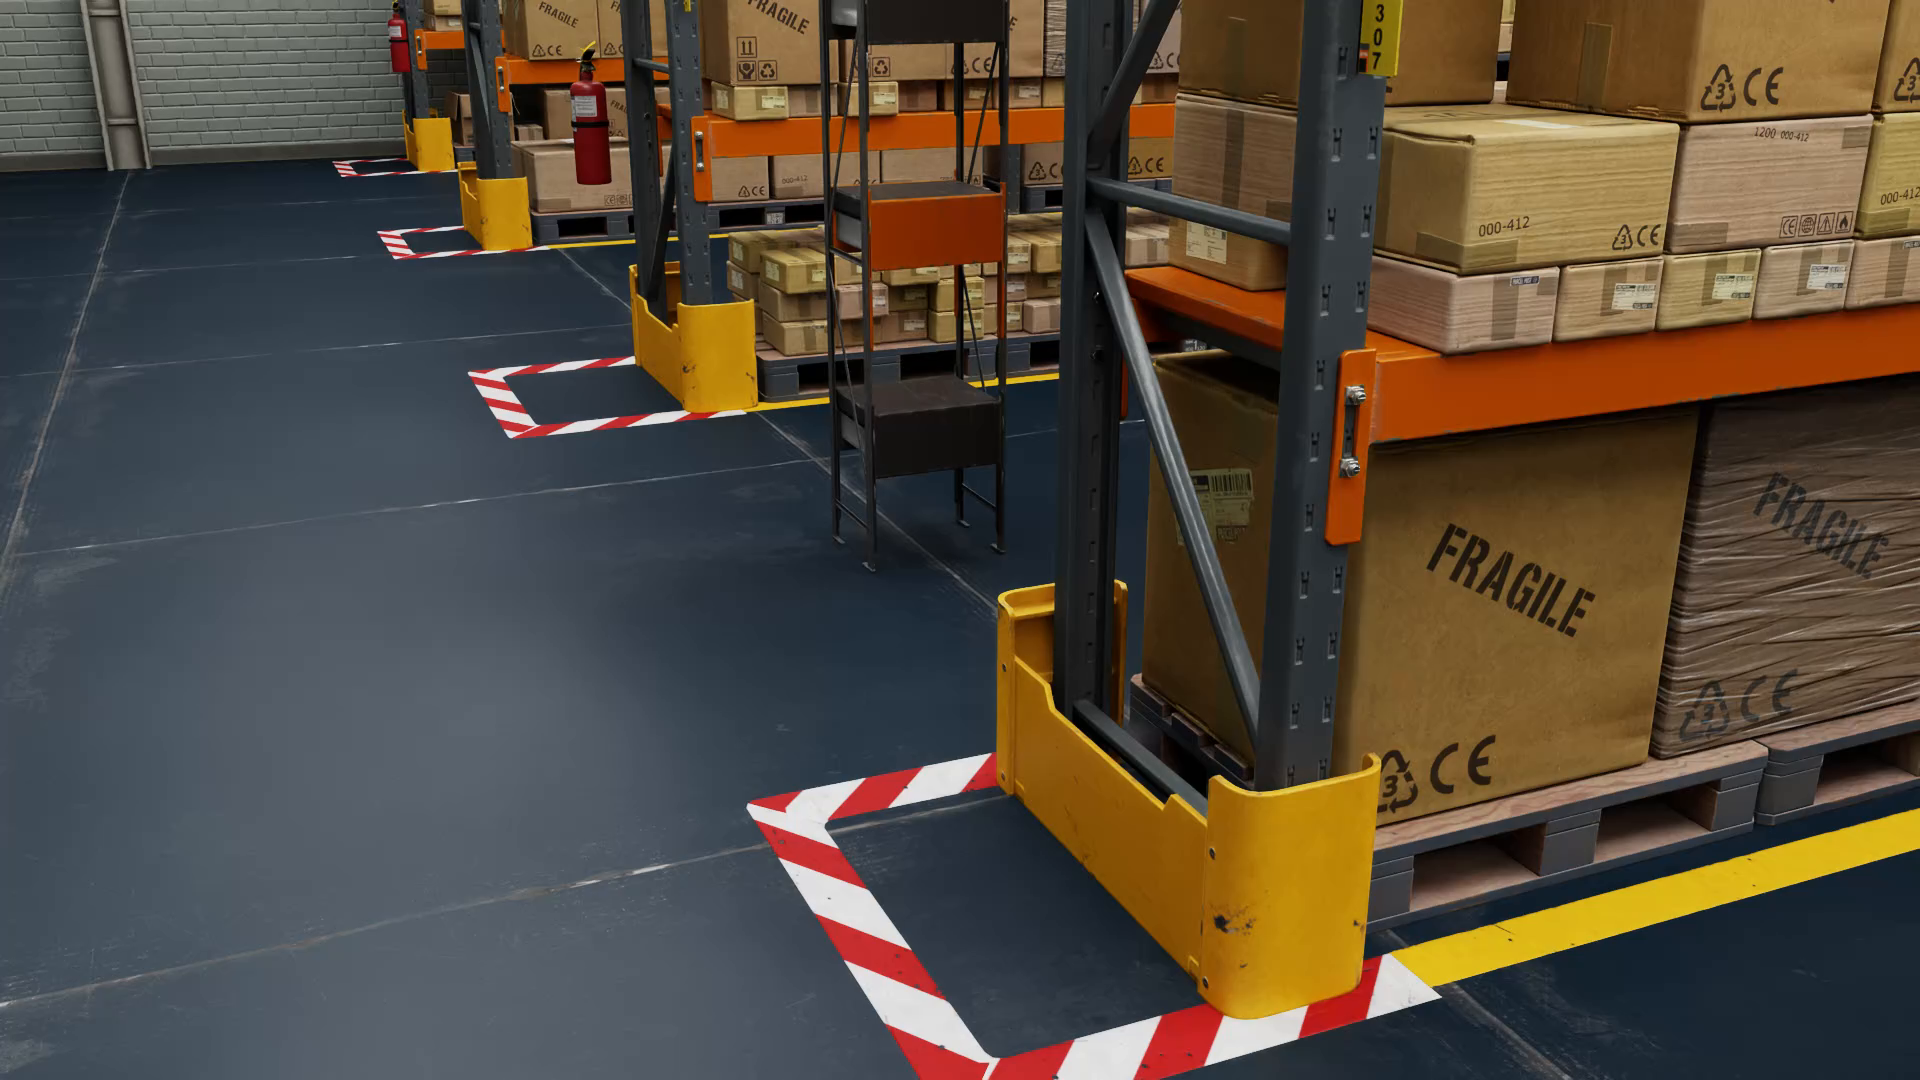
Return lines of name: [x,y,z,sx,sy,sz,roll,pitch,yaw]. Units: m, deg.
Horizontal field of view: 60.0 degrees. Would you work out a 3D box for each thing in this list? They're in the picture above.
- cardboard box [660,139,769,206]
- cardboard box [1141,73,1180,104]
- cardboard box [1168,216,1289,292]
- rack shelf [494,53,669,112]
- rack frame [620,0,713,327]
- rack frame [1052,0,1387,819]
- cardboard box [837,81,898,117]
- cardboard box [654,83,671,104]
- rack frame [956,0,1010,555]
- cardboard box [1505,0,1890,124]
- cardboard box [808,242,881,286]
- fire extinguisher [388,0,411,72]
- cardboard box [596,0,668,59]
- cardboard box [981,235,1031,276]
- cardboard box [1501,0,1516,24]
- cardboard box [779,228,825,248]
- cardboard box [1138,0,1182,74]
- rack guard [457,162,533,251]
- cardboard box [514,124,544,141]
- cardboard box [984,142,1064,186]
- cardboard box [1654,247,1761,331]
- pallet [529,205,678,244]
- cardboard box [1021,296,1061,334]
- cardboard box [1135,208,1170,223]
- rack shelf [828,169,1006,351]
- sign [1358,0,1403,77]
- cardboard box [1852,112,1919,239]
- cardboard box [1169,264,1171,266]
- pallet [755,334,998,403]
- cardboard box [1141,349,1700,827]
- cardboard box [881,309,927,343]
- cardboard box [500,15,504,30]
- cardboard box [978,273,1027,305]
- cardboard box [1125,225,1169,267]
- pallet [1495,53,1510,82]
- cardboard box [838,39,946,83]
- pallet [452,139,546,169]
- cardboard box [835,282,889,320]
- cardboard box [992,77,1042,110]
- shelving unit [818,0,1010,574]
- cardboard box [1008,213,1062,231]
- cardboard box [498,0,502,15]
cardboard box: [-2.038,-2.909,12.992,0.875,0.438,0.875,-8,21,-20]
cardboard box: [0.914,-2.309,8.441,0.250,0.149,0.380,-8,21,-23]
cardboard box: [0.681,-0.686,3.831,0.250,0.149,0.380,-8,21,-21]
rack shelf: [-1.605,-3.603,12.821,4.000,0.370,1.077,-8,21,-22]
rack frame: [-1.388,-2.183,7.705,0.127,3.000,1.000,-8,21,-22]
rack frame: [0.484,-0.657,3.371,0.127,3.000,1.000,-8,21,-22]
cardboard box: [-0.475,-2.072,7.769,0.250,0.149,0.380,-9,21,-23]
cardboard box: [-3.058,-4.500,17.417,0.500,0.500,0.700,-9,21,-24]
rack frame: [0.072,-1.001,5.703,0.015,2.100,0.400,-8,21,-22]
cardboard box: [1.491,-1.127,3.354,0.500,0.500,0.500,-9,21,-23]
cardboard box: [-0.567,-1.355,8.118,0.250,0.149,0.380,-8,21,-21]
fire extinguisher: [-5.363,-4.819,15.871,0.183,0.674,0.296,-8,21,-22]
cardboard box: [-2.433,-3.777,12.081,0.500,0.500,0.500,-8,21,-23]
cardboard box: [0.169,-1.441,8.361,0.250,0.149,0.380,-7,21,-20]
cardboard box: [2.829,-2.840,8.871,0.250,0.149,0.380,-8,21,-21]
cardboard box: [-0.749,-1.479,8.471,0.250,0.149,0.380,-8,21,-21]
cardboard box: [1.018,-2.614,8.330,0.500,0.500,0.500,-8,21,-22]
rack guard: [-3.463,-2.497,12.360,0.348,0.500,1.175,-8,21,-22]
cardboard box: [-4.406,-4.141,16.927,0.250,0.149,0.380,-9,21,-24]
cardboard box: [0.769,-3.507,14.033,0.875,0.875,0.875,-7,21,-20]
cardboard box: [1.411,-0.552,3.453,0.250,0.149,0.380,-9,21,-23]
pallet: [-2.738,-2.493,12.784,1.213,0.211,1.003,-8,21,-22]
cardboard box: [0.391,-1.171,8.490,0.250,0.149,0.380,-9,21,-25]
cardboard box: [1.167,-1.753,9.249,0.250,0.149,0.380,-9,21,-23]
rack shelf: [-0.152,-0.956,5.616,0.480,0.518,0.431,-8,21,-22]
sign: [0.698,-0.933,2.731,0.005,0.325,0.100,-8,21,-22]
cardboard box: [1.969,-0.843,3.677,0.500,0.250,0.500,-9,21,-24]
cardboard box: [1.144,-1.442,8.812,0.250,0.149,0.380,-8,21,-21]
pallet: [-0.558,-0.974,8.469,1.213,0.211,1.003,-8,21,-22]
cardboard box: [1.040,0.039,3.963,0.875,0.875,0.875,-8,21,-22]
cardboard box: [-0.347,-1.102,8.294,0.250,0.149,0.380,-8,21,-21]
cardboard box: [-4.558,-5.126,16.442,0.250,0.149,0.380,-8,21,-23]
cardboard box: [0.143,-1.310,8.437,0.250,0.149,0.380,-9,21,-25]
cardboard box: [0.893,-1.523,8.595,0.250,0.149,0.380,-9,21,-24]
pallet: [3.045,-2.675,9.391,1.213,0.211,1.003,-8,21,-22]
cardboard box: [-0.385,-2.423,7.789,0.500,0.500,0.500,-8,21,-22]
pallet: [-4.609,-3.992,17.042,1.213,0.211,1.003,-8,21,-22]
cardboard box: [-0.531,-1.186,8.086,0.250,0.149,0.380,-8,21,-22]
cardboard box: [0.205,-2.200,8.132,0.250,0.149,0.380,-9,21,-23]
shelving unit: [-0.152,-0.969,5.611,0.503,2.100,0.431,-8,21,-22]
cardboard box: [0.442,-1.663,8.993,0.250,0.149,0.380,-8,21,-22]
cardboard box: [-4.425,-5.306,16.352,0.500,0.250,0.500,-8,21,-21]
